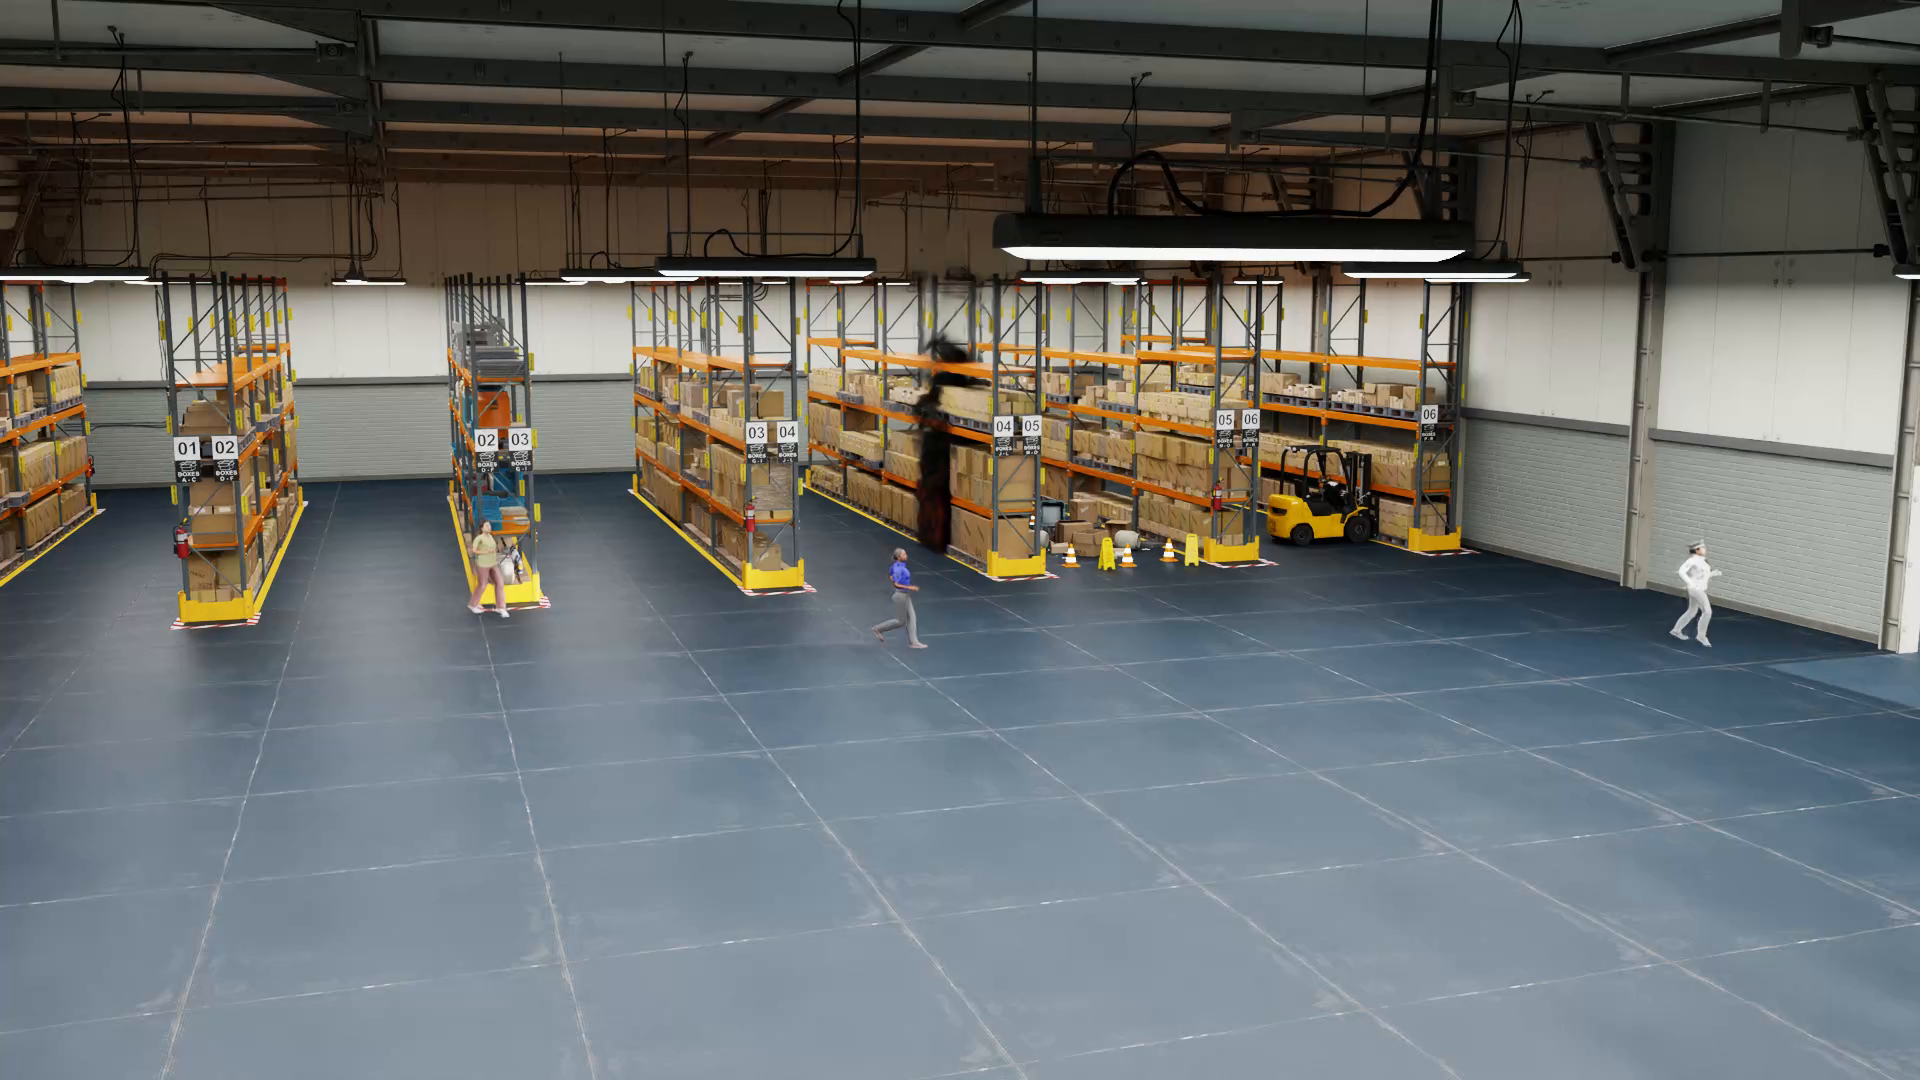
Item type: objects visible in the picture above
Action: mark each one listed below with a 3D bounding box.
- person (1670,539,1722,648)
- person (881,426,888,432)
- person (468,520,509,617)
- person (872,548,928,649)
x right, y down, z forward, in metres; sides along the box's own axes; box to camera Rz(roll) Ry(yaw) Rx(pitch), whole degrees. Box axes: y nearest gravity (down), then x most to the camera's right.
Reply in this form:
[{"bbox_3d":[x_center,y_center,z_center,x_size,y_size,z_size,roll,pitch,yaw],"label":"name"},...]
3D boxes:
[{"bbox_3d":[11.890,0.852,26.853,0.709,1.753,0.593,5,10,30],"label":"person"},{"bbox_3d":[-2.223,-2.440,48.459,0.675,1.804,0.667,-5,10,-29],"label":"person"},{"bbox_3d":[-8.307,0.497,29.185,0.807,1.697,0.581,5,10,30],"label":"person"},{"bbox_3d":[-0.957,0.930,26.461,0.887,1.632,0.581,1,9,4],"label":"person"}]
